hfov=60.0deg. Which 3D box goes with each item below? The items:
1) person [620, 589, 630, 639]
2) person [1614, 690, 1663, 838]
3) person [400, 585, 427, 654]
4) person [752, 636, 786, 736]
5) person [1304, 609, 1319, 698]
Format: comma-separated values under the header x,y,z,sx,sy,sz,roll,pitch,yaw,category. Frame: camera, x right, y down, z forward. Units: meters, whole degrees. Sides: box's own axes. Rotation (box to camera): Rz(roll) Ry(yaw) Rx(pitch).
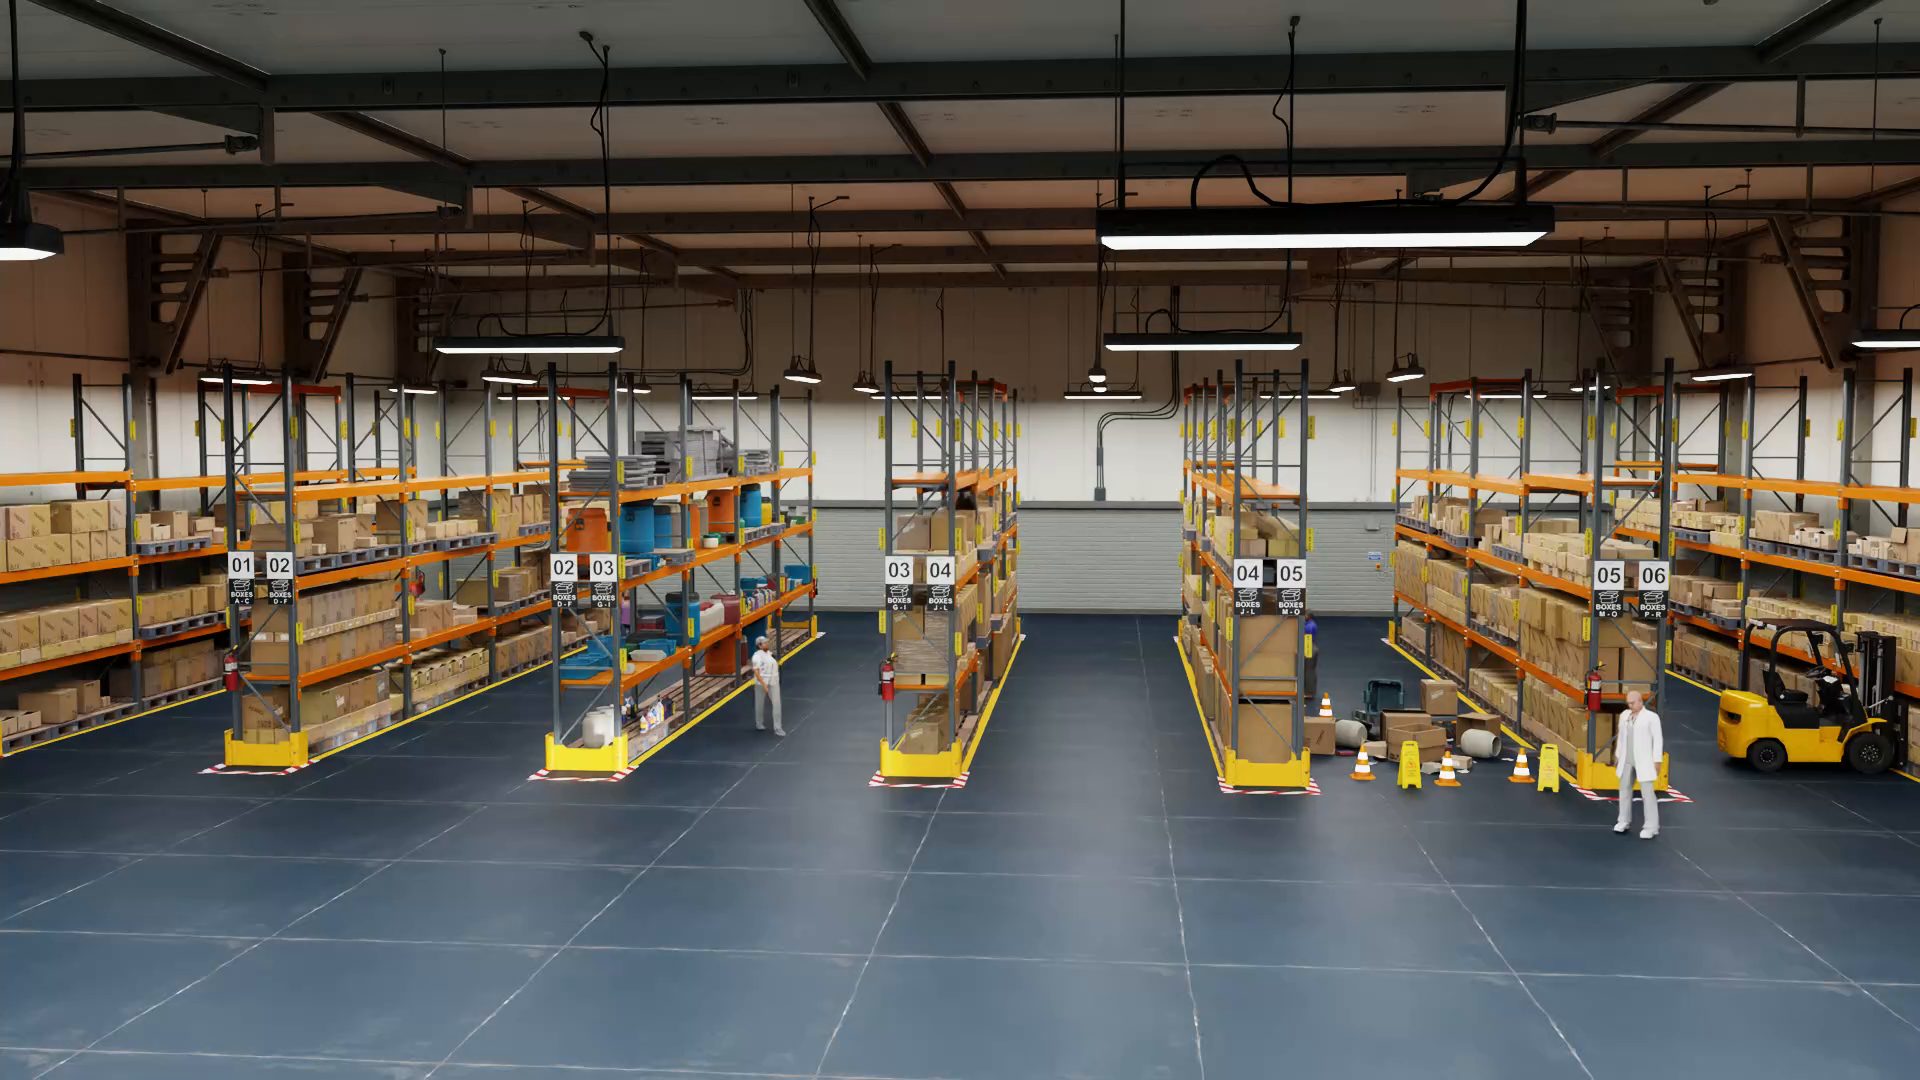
x,y,z,sx,sy,sz,roll,pitch,yaw,category
-7.255,1.825,36.242,0.448,1.559,0.703,0,4,-1,person
8.364,2.751,20.623,0.420,1.777,0.638,-2,4,-31,person
-11.457,1.813,34.868,0.651,1.730,1.054,0,4,2,person
-3.182,2.385,27.448,0.493,1.593,1.010,-1,4,-17,person
6.536,2.121,31.179,0.357,1.669,0.456,2,4,27,person
